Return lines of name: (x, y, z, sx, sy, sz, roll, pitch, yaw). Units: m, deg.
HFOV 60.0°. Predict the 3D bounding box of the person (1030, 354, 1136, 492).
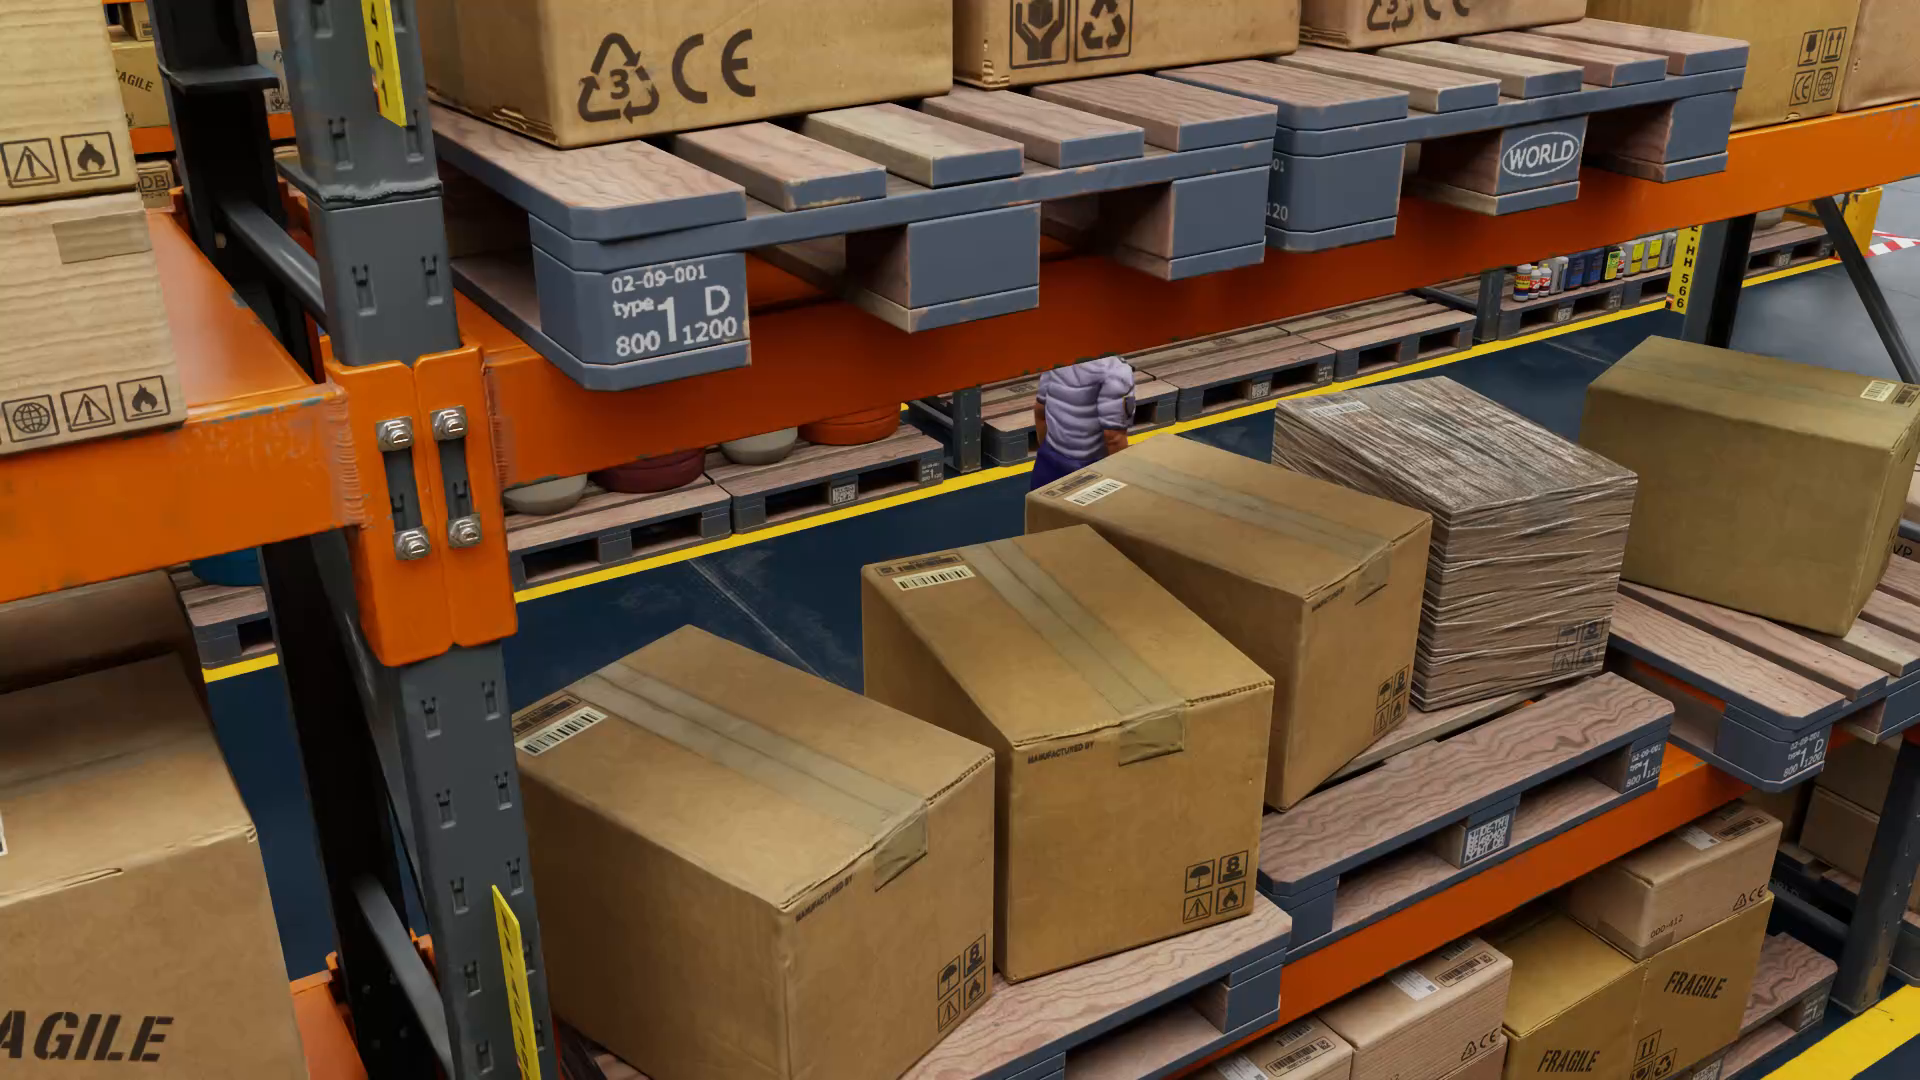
person: (0.507, -0.213, 6.569, 0.375, 1.650, 0.545, -17, 30, -32)
